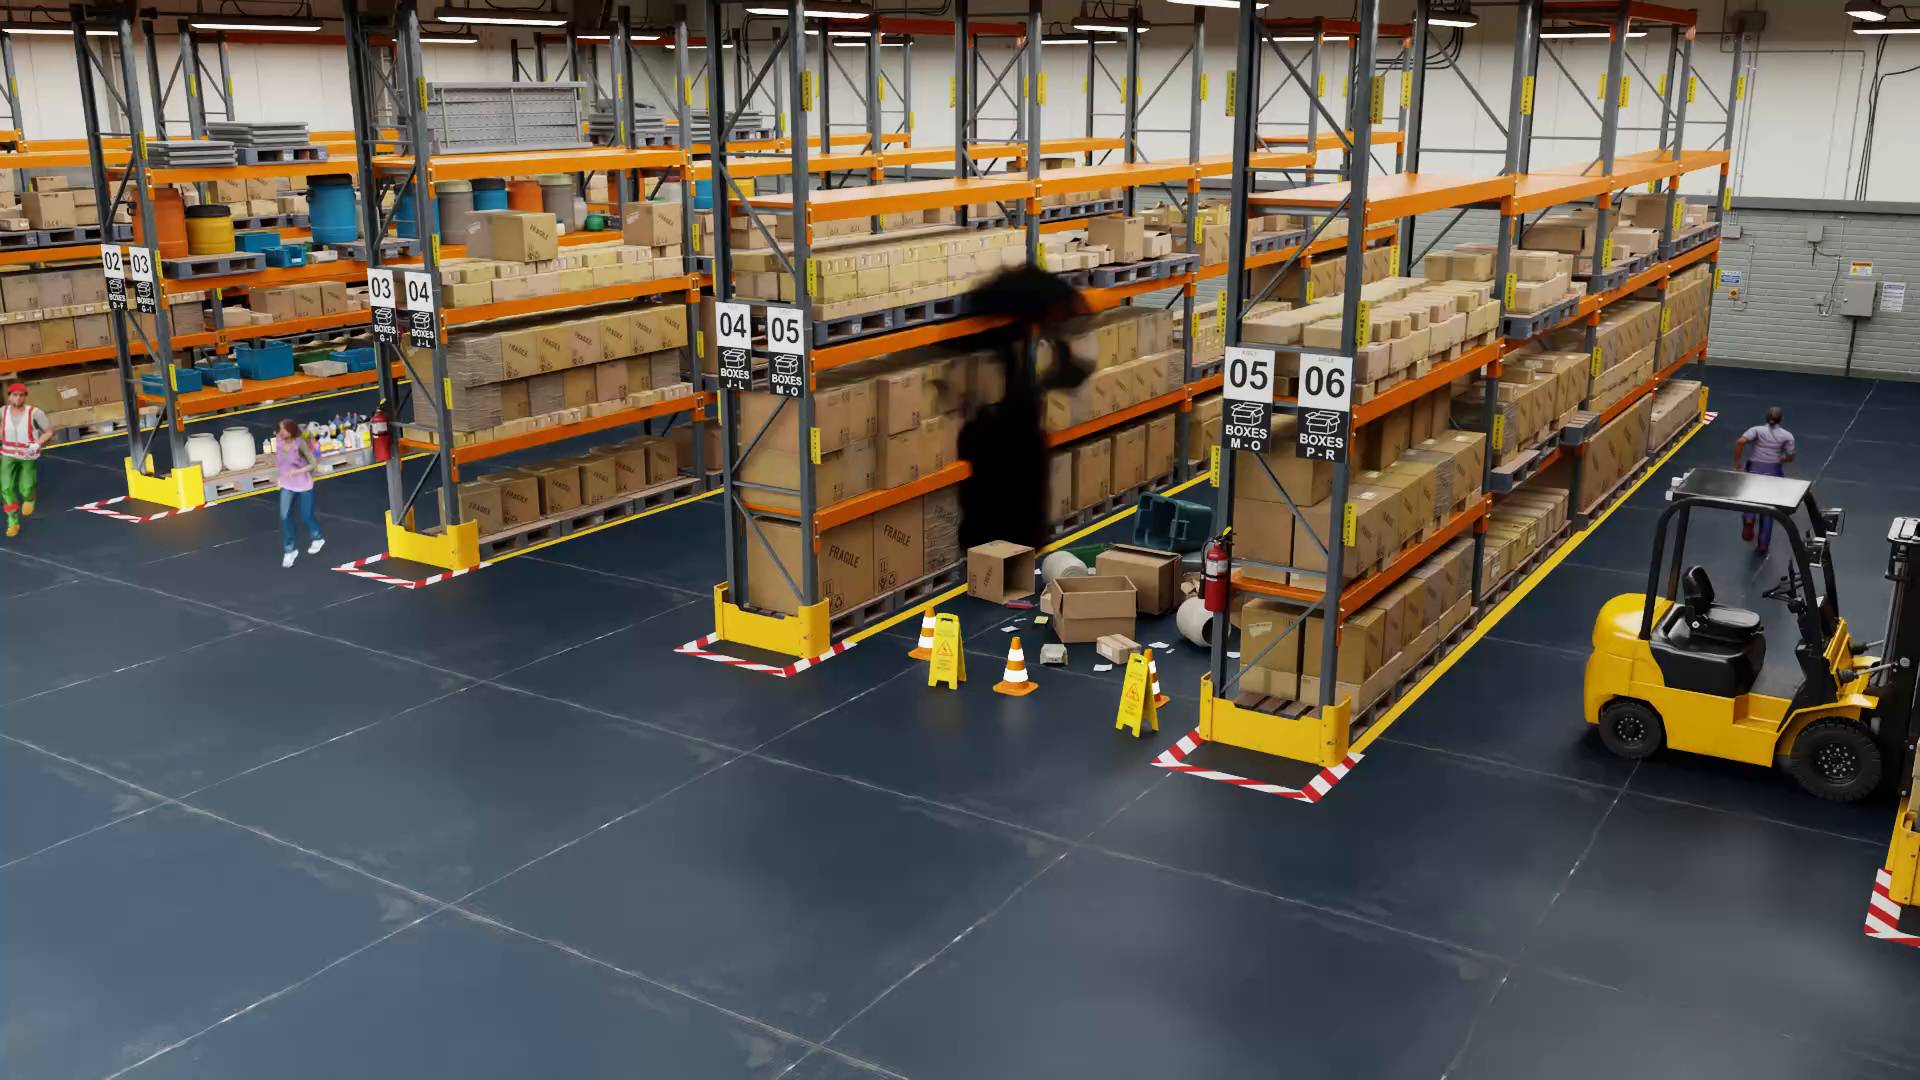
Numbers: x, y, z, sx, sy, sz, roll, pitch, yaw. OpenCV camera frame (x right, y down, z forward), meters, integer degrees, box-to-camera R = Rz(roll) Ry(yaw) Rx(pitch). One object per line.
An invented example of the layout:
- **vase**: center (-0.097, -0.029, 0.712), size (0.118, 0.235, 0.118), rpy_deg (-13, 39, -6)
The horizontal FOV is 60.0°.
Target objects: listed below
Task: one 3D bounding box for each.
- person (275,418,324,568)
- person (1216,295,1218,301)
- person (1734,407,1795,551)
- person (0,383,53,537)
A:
- **person**: center (-7.230, -0.537, 18.196), size (0.520, 1.645, 0.721), rpy_deg (2, 16, 6)
- **person**: center (4.349, -3.277, 27.871), size (0.555, 1.679, 0.624), rpy_deg (14, 21, 41)
- **person**: center (9.050, -0.711, 18.780), size (0.620, 1.587, 0.760), rpy_deg (7, 17, 24)
- **person**: center (-11.026, -0.978, 19.558), size (0.712, 1.773, 0.796), rpy_deg (-4, 16, -14)
